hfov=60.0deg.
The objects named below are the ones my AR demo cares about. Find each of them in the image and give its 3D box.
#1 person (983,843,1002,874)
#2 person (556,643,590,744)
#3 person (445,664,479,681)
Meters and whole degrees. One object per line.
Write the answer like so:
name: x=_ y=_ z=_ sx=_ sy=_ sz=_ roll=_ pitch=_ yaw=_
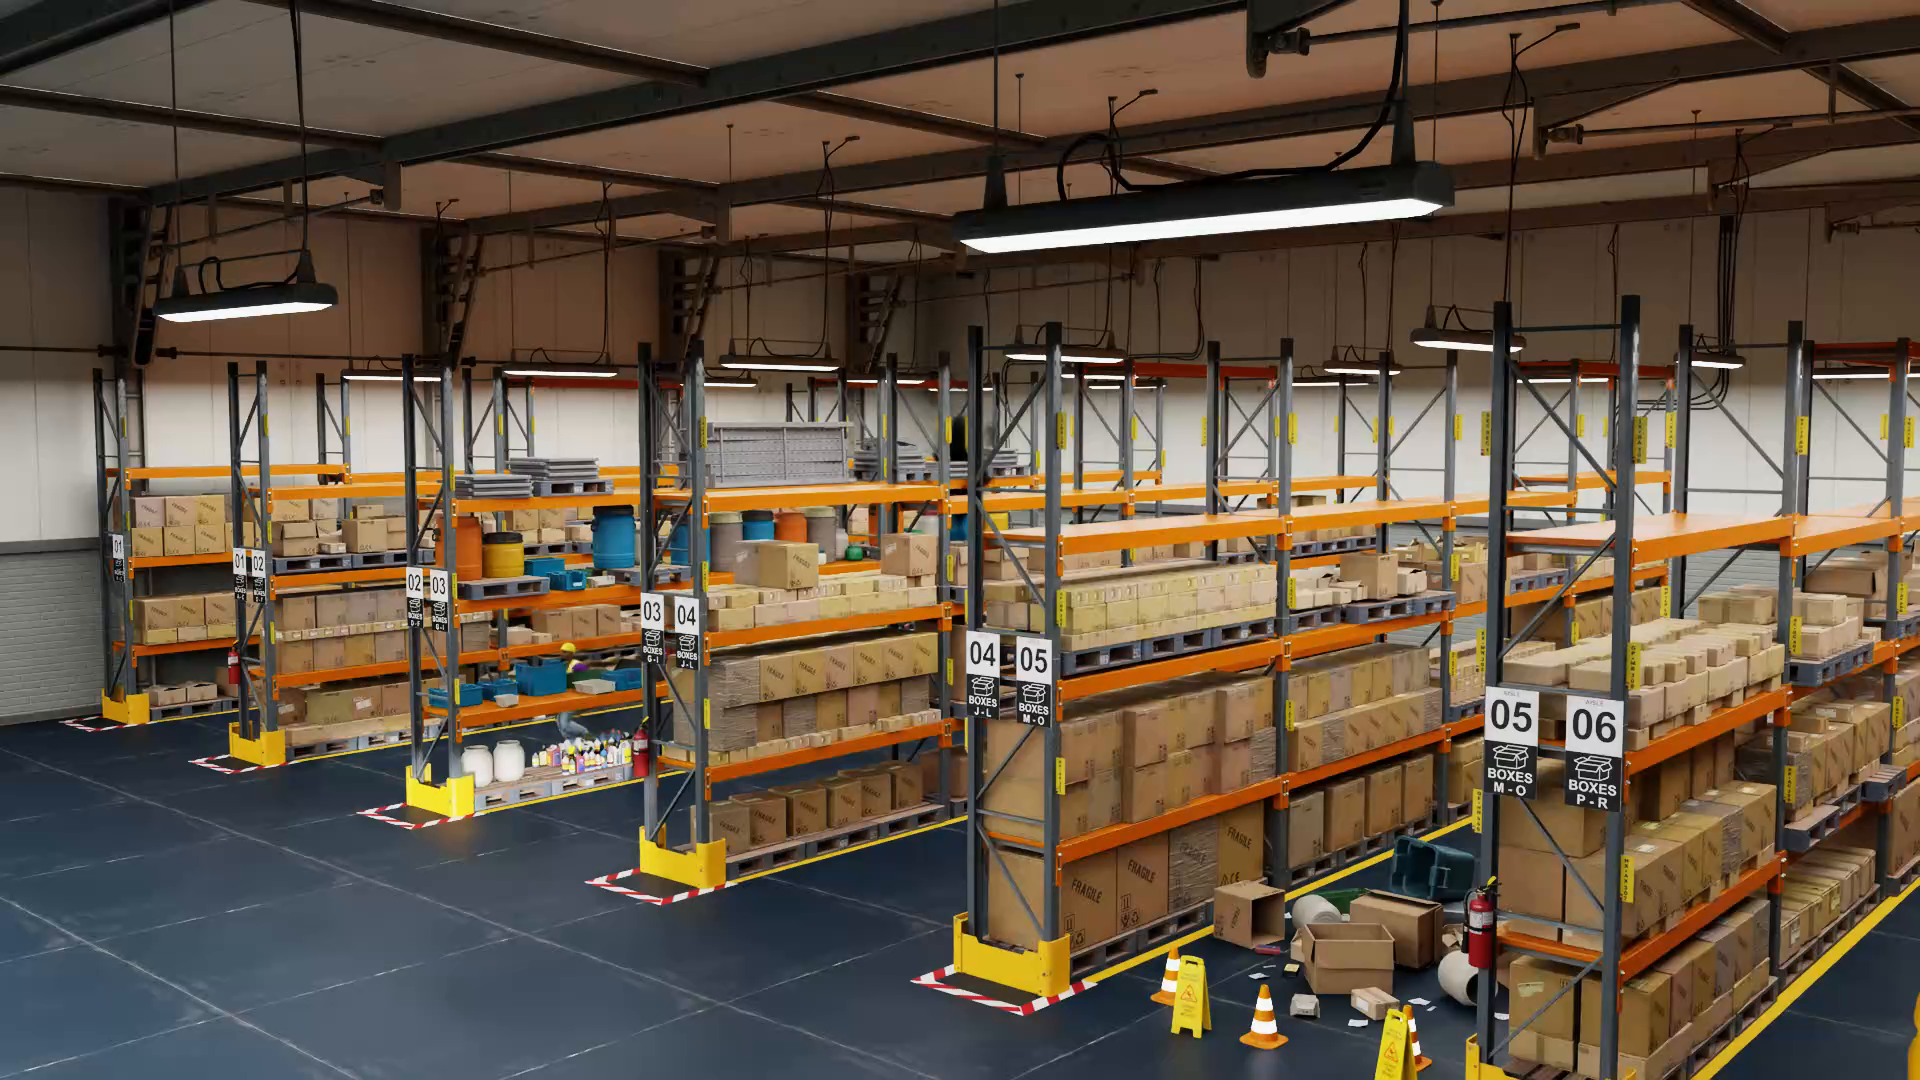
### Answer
person: x=0.412 y=3.029 z=17.602 sx=0.666 sy=1.685 sz=0.515 roll=3 pitch=5 yaw=39
person: x=-5.986 y=2.428 z=25.480 sx=0.679 sy=1.721 sz=0.576 roll=3 pitch=5 yaw=37
person: x=-8.987 y=2.038 z=29.874 sx=0.663 sy=1.777 sz=1.004 roll=3 pitch=5 yaw=33
